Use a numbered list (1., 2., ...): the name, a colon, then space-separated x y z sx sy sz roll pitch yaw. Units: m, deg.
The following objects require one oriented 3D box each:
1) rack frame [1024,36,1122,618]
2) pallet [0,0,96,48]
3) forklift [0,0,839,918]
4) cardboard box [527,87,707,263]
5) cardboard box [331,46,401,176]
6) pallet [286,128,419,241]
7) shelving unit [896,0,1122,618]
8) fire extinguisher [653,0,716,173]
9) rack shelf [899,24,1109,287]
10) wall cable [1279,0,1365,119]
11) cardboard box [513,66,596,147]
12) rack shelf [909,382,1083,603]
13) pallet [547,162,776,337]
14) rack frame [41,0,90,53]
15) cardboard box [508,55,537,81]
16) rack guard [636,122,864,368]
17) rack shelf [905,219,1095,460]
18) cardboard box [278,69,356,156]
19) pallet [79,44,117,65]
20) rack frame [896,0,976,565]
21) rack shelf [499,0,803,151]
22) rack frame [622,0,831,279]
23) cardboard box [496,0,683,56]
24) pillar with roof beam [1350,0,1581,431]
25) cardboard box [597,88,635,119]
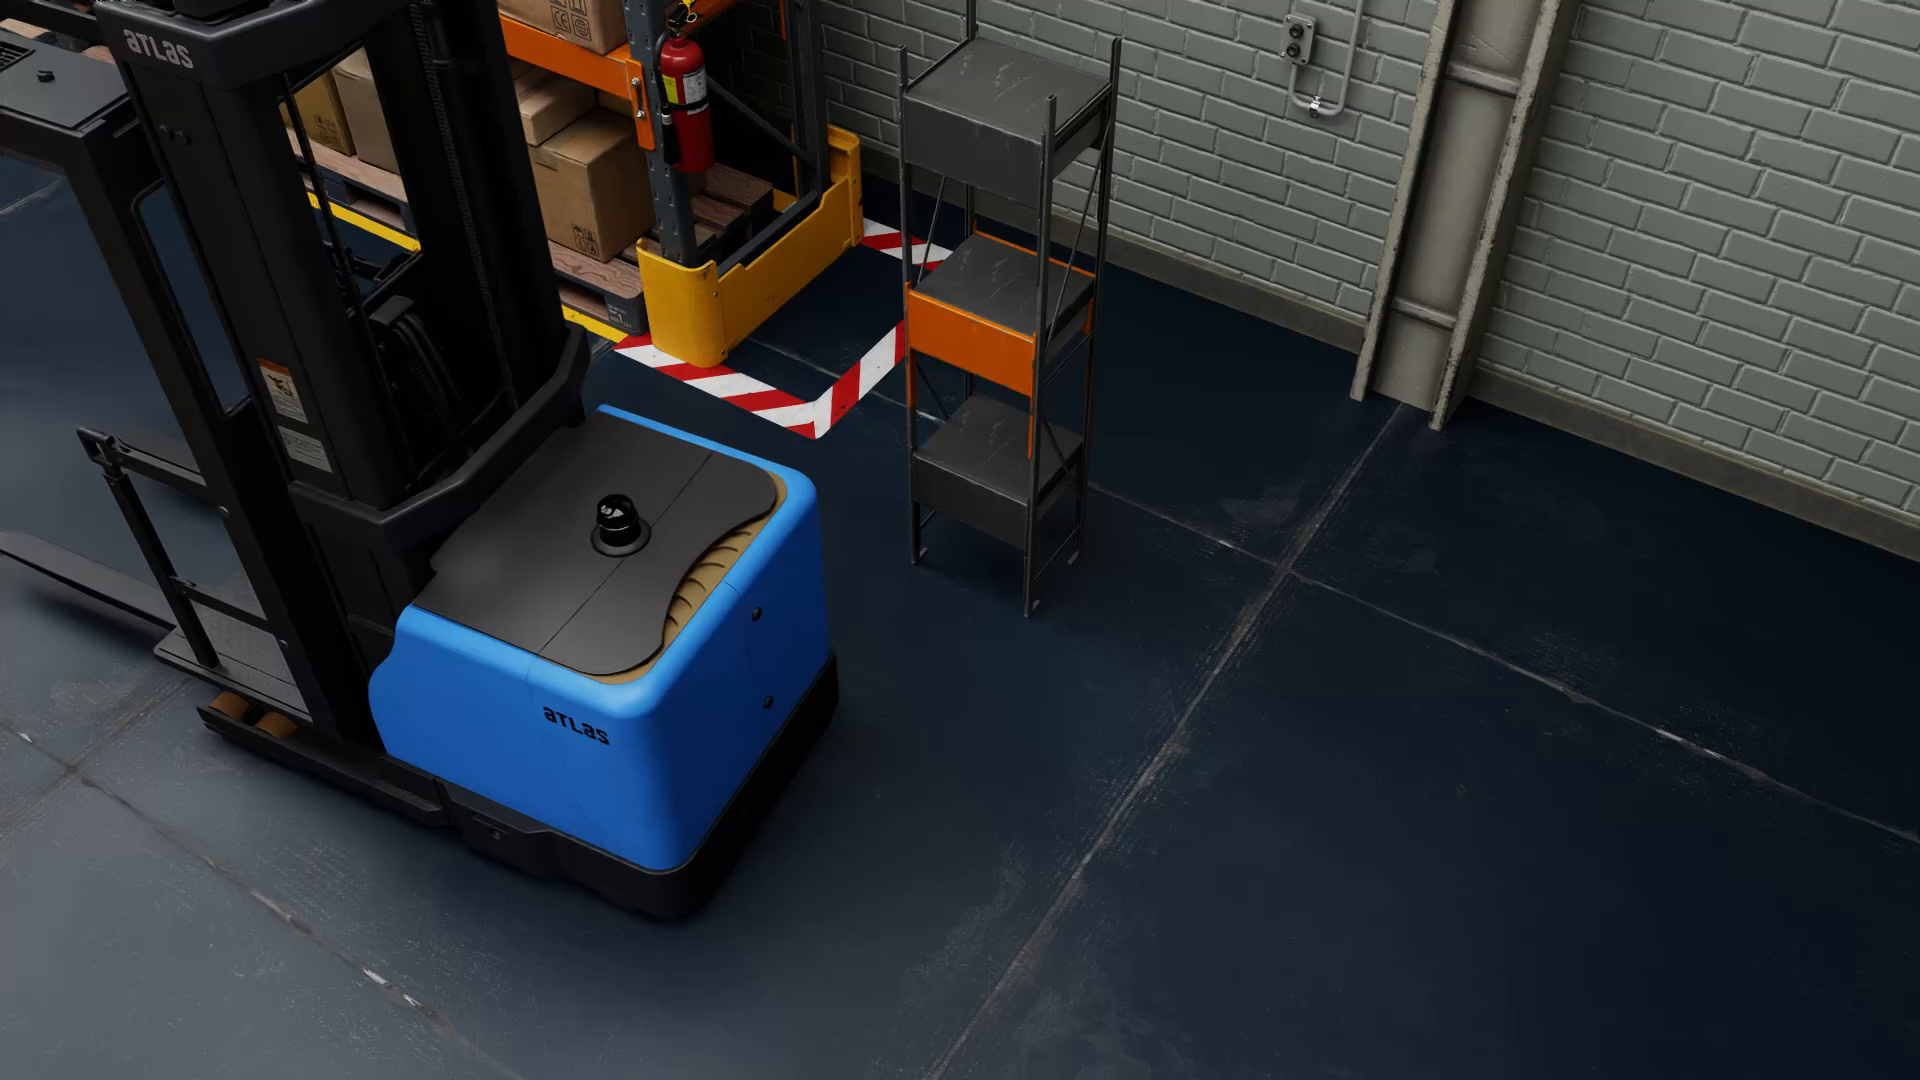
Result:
1. rack frame: 0.345 -0.573 5.343 0.015 2.100 0.400 25 51 22
2. pallet: -4.950 -3.003 9.021 1.213 0.211 1.003 25 51 22
3. forklift: -1.966 -0.612 4.801 3.031 2.935 1.130 19 49 18
4. cardboard box: -1.536 -1.659 7.220 0.500 0.500 0.700 25 51 22
5. cardboard box: -2.381 -2.047 7.597 0.500 0.500 0.700 23 50 21
6. pallet: -2.631 -1.936 7.984 1.213 0.211 1.003 25 51 22
7. shelving unit: 0.139 -0.668 5.435 0.503 2.100 0.431 25 51 22
8. fire extinguisher: -1.015 -1.679 6.104 0.183 0.674 0.296 25 51 22
9. rack shelf: 0.139 -1.146 4.942 0.480 0.518 0.431 25 51 22
10. wall cable: 0.695 -2.602 5.979 1.851 1.984 0.084 25 51 22
11. cardboard box: -1.743 -1.824 6.929 0.250 0.149 0.380 24 51 22
12. rack shelf: 0.139 -0.170 5.946 0.480 0.518 0.431 25 51 22
13. pallet: -1.608 -1.463 7.525 1.213 0.211 1.003 25 51 22
14. rack frame: -4.260 -3.721 7.775 0.127 3.000 1.000 25 51 22
15. cardboard box: -1.958 -1.923 7.025 0.250 0.149 0.380 26 51 23
16. rack guard: -0.873 -1.292 7.157 0.348 0.500 1.175 25 51 22
17. rack shelf: 0.139 -0.658 5.444 0.480 0.518 0.431 25 51 22
18. cardboard box: -2.834 -2.249 7.794 0.500 0.500 0.700 26 51 23
19. pallet: -3.662 -2.408 8.443 1.213 0.211 1.003 25 51 22
20. rack frame: -0.066 -0.762 5.526 0.015 2.100 0.400 25 51 22
21. rack shelf: -2.577 -2.696 7.280 4.000 0.370 1.077 25 51 22
22. rack frame: -0.893 -2.173 6.270 0.127 3.000 1.000 25 51 22
23. cardboard box: -1.328 -2.469 6.348 0.700 0.700 0.980 27 52 24
24. pillar with roof beam: -0.478 -1.141 1.084 0.400 9.000 9.100 25 51 22
25. cardboard box: -1.323 -1.957 7.058 0.250 0.149 0.380 25 51 22
